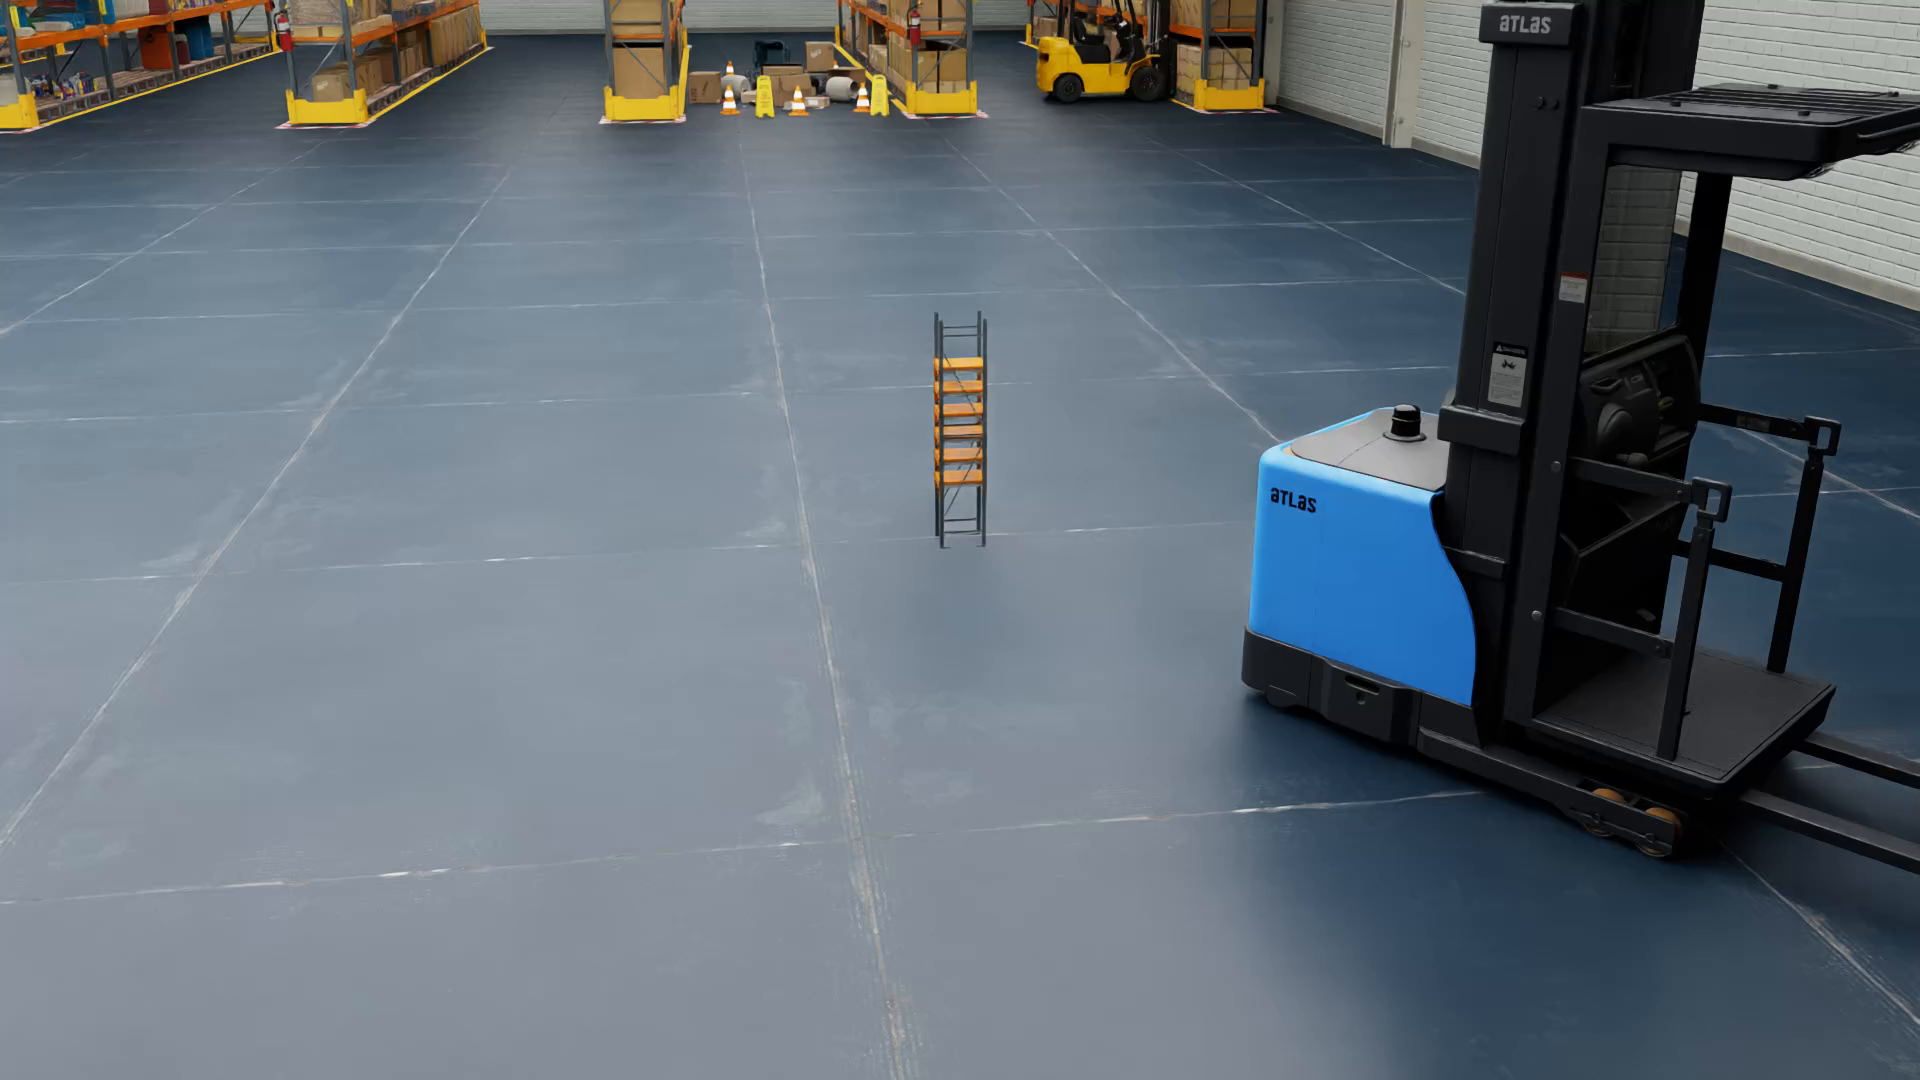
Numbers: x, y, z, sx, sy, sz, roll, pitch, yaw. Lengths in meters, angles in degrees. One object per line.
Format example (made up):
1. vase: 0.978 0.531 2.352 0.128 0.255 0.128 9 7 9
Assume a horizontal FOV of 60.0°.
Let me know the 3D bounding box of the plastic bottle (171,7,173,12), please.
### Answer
1. plastic bottle: -15.890 -10.756 33.411 0.097 0.271 0.097 0 20 0

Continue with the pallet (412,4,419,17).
1. pallet: -10.931 -10.085 31.706 1.003 0.211 1.213 -3 21 -8

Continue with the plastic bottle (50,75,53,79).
1. plastic bottle: -15.791 -7.920 28.887 0.061 0.283 0.133 -3 21 -8

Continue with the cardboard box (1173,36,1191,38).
1. cardboard box: 4.300 -9.441 31.608 0.500 0.250 0.500 -3 21 -7

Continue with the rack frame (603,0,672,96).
1. rack frame: -5.181 -8.304 26.662 1.000 3.000 0.127 -3 21 -8

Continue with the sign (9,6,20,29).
1. sign: -14.460 -7.995 25.439 0.100 0.325 0.005 -3 21 -8

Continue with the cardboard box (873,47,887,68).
1. cardboard box: -1.265 -9.873 34.018 0.950 0.372 0.625 -3 21 -9

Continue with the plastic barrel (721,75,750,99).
1. plastic barrel: -4.076 -8.166 29.976 0.512 0.421 0.421 12 24 30

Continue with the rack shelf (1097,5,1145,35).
1. rack shelf: 3.749 -10.580 33.785 1.077 0.370 4.000 -3 21 -8

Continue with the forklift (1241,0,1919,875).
1. forklift: 2.576 -0.478 5.807 3.031 2.935 1.130 19 28 41

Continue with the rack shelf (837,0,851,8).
1. rack shelf: -2.315 -13.099 40.528 1.077 0.370 4.000 -3 21 -8

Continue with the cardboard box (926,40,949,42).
1. cardboard box: -0.448 -8.866 30.425 0.500 0.500 0.500 -3 21 -7

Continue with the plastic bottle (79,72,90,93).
1. plastic bottle: -15.176 -7.914 28.775 0.144 0.351 0.185 -4 21 -10

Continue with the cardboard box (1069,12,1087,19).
1. cardboard box: 2.757 -12.239 38.817 0.380 0.149 0.250 -4 21 -10

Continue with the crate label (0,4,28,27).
1. crate label: -15.538 -8.479 27.080 0.502 0.435 0.616 -3 21 -8

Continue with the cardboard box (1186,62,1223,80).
1. cardboard box: 4.234 -8.136 28.827 0.500 0.250 0.500 -3 21 -8

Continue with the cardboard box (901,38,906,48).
1. cardboard box: -0.823 -8.627 28.859 0.380 0.149 0.250 -3 21 -7

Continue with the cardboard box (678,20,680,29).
1. cardboard box: -6.492 -11.412 36.884 0.500 0.250 0.500 -2 21 -5

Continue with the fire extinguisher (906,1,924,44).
1. fire extinguisher: -0.737 -8.489 27.269 0.296 0.674 0.183 -3 21 -8

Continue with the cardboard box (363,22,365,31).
1. cardboard box: -10.096 -8.514 27.584 0.380 0.149 0.250 -3 21 -8

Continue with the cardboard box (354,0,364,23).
1. cardboard box: -10.376 -8.809 27.446 0.875 0.500 0.500 -3 21 -8

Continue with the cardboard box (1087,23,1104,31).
1. cardboard box: 3.045 -11.464 37.169 0.380 0.149 0.250 -3 21 -9

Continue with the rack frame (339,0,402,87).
1. rack frame: -10.680 -9.474 29.794 1.000 3.000 0.127 -3 21 -8

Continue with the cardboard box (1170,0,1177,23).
1. cardboard box: 4.060 -9.575 29.923 0.500 0.500 0.500 -3 21 -7

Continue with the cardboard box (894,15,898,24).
1. cardboard box: -0.971 -9.287 29.653 0.380 0.149 0.250 -3 21 -7

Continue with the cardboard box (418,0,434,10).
1. cardboard box: -11.058 -11.087 33.971 0.500 0.500 0.500 -2 21 -6

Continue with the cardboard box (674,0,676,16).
1. cardboard box: -5.710 -10.279 31.808 0.500 0.500 0.500 -3 21 -8

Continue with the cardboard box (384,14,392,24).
1. cardboard box: -10.359 -9.296 29.678 0.380 0.149 0.250 -3 21 -8

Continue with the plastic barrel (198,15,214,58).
1. plastic barrel: -16.673 -11.018 36.328 0.600 0.901 0.708 -3 21 -8

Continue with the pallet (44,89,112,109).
1. pallet: -15.526 -7.683 28.984 1.003 0.211 1.213 -3 21 -8

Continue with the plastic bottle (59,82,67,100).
1. plastic bottle: -14.973 -7.495 27.750 0.061 0.283 0.133 -3 21 -7

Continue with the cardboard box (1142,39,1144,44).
1. cardboard box: 3.951 -9.489 32.630 0.875 0.625 0.625 -2 21 -5

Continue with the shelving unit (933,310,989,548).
1. shelving unit: 0.002 -0.557 8.493 0.258 1.200 0.189 -3 21 -8

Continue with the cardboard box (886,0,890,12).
1. cardboard box: -1.086 -9.993 30.617 0.500 0.500 0.500 -3 21 -8

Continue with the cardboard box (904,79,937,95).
1. cardboard box: -0.684 -7.772 28.567 0.500 0.250 0.500 -3 21 -8

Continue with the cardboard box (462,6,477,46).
1. cardboard box: -12.108 -12.297 39.790 0.875 0.875 0.875 -3 21 -8

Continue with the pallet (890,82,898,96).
1. pallet: -0.742 -8.436 31.002 1.003 0.211 1.213 -3 21 -8

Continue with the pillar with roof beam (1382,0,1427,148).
1. pillar with roof beam: 2.010 -9.642 21.672 9.100 9.000 0.400 -3 21 -8

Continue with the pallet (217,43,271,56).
1. pallet: -17.231 -11.785 39.967 1.003 0.211 1.213 -3 21 -8

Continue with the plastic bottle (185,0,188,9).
1. plastic bottle: -16.022 -11.122 34.375 0.061 0.283 0.133 -3 21 -8

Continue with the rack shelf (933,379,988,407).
1. rack shelf: 0.002 -0.740 8.424 0.258 0.103 0.180 -3 21 -8

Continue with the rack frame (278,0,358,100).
1. rack frame: -10.104 -8.089 26.086 1.000 3.000 0.127 -3 21 -8

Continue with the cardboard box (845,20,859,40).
1. cardboard box: -2.410 -12.901 42.032 0.875 0.438 0.875 -4 21 -10

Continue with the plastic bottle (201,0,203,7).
1. plastic bottle: -16.233 -11.514 35.435 0.152 0.276 0.135 -3 21 -8

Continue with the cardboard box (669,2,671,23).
1. cardboard box: -5.591 -9.443 29.496 0.875 0.550 0.550 -3 21 -8

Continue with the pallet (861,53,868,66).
1. pallet: -1.662 -10.750 37.197 1.003 0.211 1.213 -3 21 -8

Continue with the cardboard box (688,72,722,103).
1. cardboard box: -4.518 -8.033 29.506 0.500 0.500 0.500 1 20 2

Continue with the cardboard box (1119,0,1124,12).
1. cardboard box: 3.505 -10.842 33.671 0.500 0.250 0.500 -2 21 -6

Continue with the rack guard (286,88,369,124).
1. rack guard: -10.115 -6.944 26.593 1.175 0.500 0.348 -3 21 -8

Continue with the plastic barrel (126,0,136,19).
1. plastic barrel: -15.671 -10.034 31.099 0.433 0.535 0.433 0 20 0

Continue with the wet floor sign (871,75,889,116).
1. wet floor sign: -1.329 -7.366 27.515 0.267 0.644 0.232 4 21 11

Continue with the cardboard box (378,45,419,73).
1. cardboard box: -11.048 -9.471 32.731 0.700 0.500 0.500 -5 21 -12

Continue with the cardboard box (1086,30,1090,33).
1. cardboard box: 3.047 -11.126 37.191 0.500 0.500 0.500 -2 21 -5

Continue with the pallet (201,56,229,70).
1. pallet: -16.665 -10.418 36.308 1.003 0.211 1.213 -3 21 -8
